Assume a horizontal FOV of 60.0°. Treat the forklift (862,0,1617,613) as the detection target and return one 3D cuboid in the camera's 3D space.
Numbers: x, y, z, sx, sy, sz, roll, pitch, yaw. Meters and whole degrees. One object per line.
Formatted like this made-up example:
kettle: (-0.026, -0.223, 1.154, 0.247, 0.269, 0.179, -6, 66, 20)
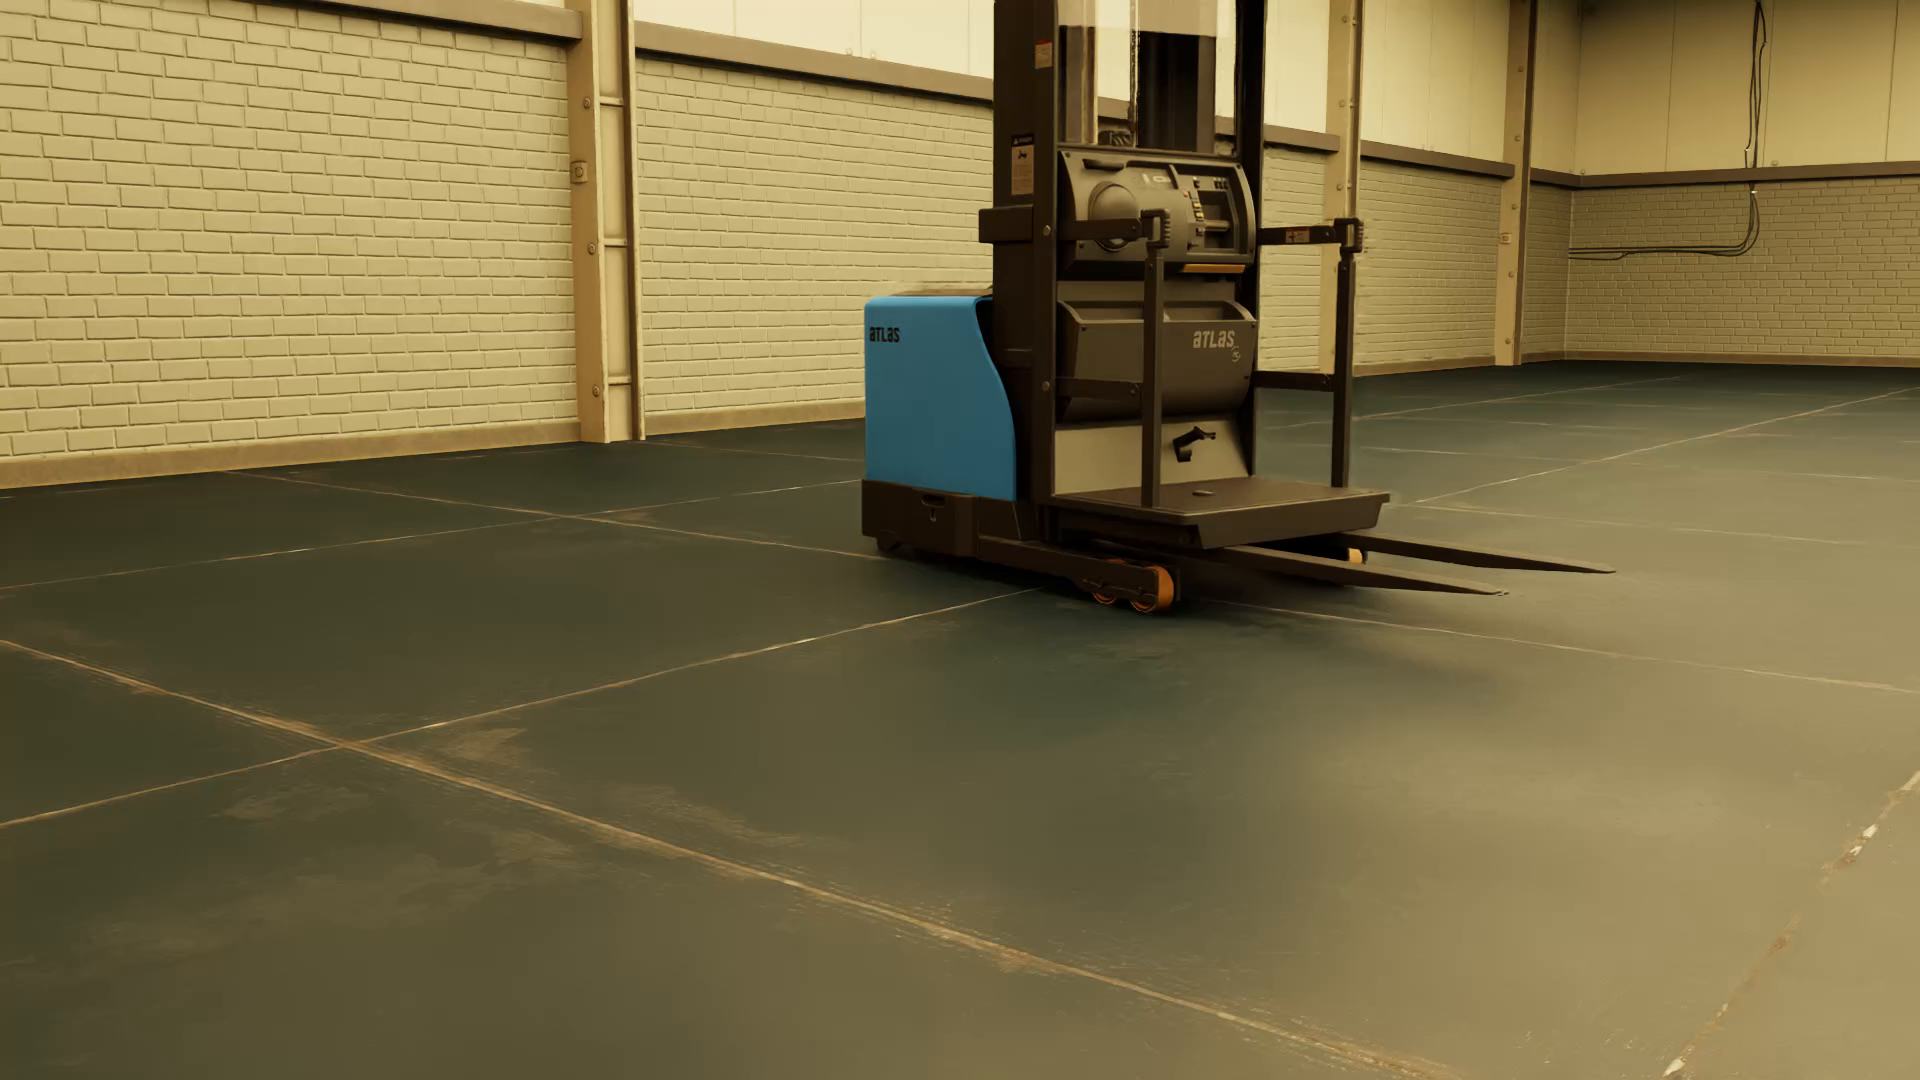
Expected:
forklift: (0.880, -1.280, 6.030, 1.130, 2.935, 3.031, -6, 10, -37)
